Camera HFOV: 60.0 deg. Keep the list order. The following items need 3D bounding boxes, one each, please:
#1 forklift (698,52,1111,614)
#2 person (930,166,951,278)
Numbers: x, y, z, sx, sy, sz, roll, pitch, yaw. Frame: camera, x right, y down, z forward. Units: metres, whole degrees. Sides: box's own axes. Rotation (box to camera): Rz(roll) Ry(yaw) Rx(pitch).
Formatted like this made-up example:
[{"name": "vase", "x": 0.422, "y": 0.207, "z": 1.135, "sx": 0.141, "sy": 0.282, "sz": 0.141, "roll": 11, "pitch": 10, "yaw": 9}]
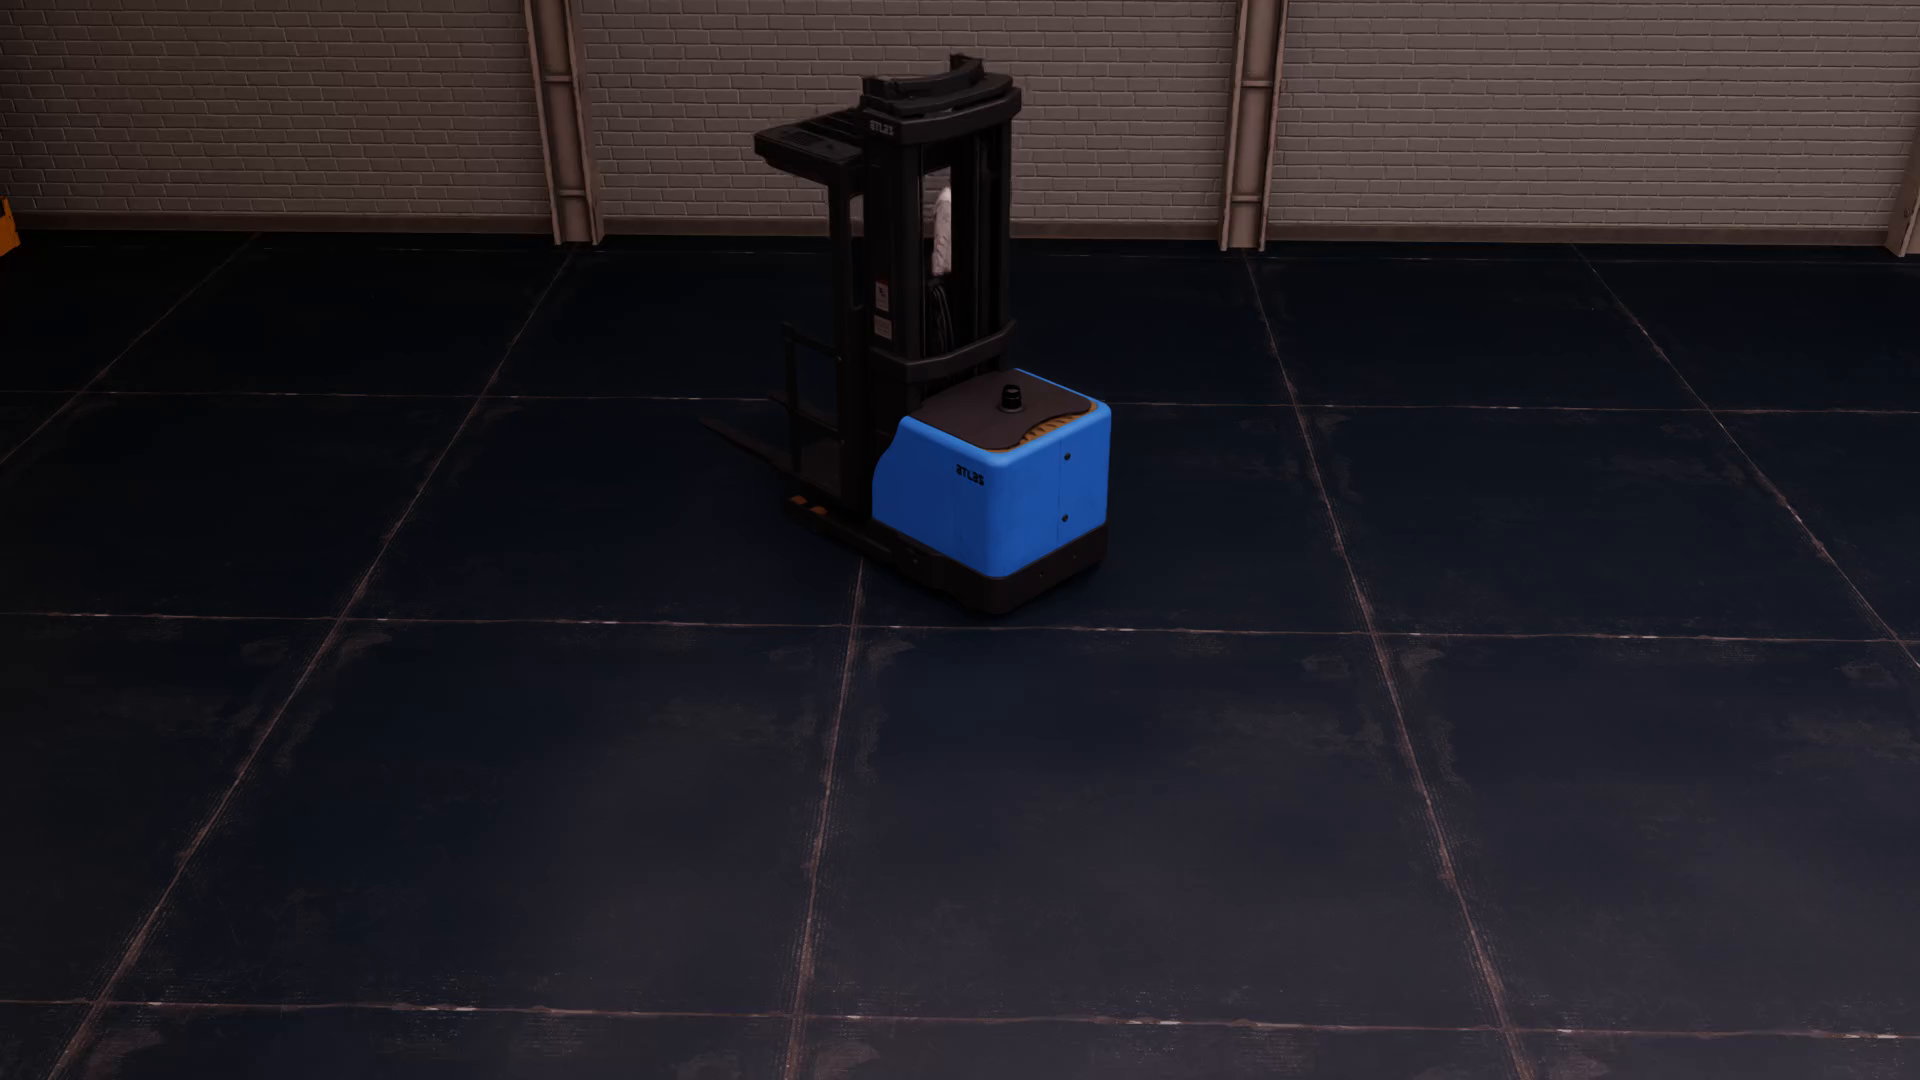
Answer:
[{"name": "forklift", "x": -0.498, "y": -1.478, "z": 10.121, "sx": 3.031, "sy": 2.935, "sz": 1.130, "roll": 27, "pitch": 40, "yaw": 37}, {"name": "person", "x": -0.020, "y": -2.043, "z": 12.313, "sx": 0.485, "sy": 1.689, "sz": 0.885, "roll": 7, "pitch": 31, "yaw": 11}]
